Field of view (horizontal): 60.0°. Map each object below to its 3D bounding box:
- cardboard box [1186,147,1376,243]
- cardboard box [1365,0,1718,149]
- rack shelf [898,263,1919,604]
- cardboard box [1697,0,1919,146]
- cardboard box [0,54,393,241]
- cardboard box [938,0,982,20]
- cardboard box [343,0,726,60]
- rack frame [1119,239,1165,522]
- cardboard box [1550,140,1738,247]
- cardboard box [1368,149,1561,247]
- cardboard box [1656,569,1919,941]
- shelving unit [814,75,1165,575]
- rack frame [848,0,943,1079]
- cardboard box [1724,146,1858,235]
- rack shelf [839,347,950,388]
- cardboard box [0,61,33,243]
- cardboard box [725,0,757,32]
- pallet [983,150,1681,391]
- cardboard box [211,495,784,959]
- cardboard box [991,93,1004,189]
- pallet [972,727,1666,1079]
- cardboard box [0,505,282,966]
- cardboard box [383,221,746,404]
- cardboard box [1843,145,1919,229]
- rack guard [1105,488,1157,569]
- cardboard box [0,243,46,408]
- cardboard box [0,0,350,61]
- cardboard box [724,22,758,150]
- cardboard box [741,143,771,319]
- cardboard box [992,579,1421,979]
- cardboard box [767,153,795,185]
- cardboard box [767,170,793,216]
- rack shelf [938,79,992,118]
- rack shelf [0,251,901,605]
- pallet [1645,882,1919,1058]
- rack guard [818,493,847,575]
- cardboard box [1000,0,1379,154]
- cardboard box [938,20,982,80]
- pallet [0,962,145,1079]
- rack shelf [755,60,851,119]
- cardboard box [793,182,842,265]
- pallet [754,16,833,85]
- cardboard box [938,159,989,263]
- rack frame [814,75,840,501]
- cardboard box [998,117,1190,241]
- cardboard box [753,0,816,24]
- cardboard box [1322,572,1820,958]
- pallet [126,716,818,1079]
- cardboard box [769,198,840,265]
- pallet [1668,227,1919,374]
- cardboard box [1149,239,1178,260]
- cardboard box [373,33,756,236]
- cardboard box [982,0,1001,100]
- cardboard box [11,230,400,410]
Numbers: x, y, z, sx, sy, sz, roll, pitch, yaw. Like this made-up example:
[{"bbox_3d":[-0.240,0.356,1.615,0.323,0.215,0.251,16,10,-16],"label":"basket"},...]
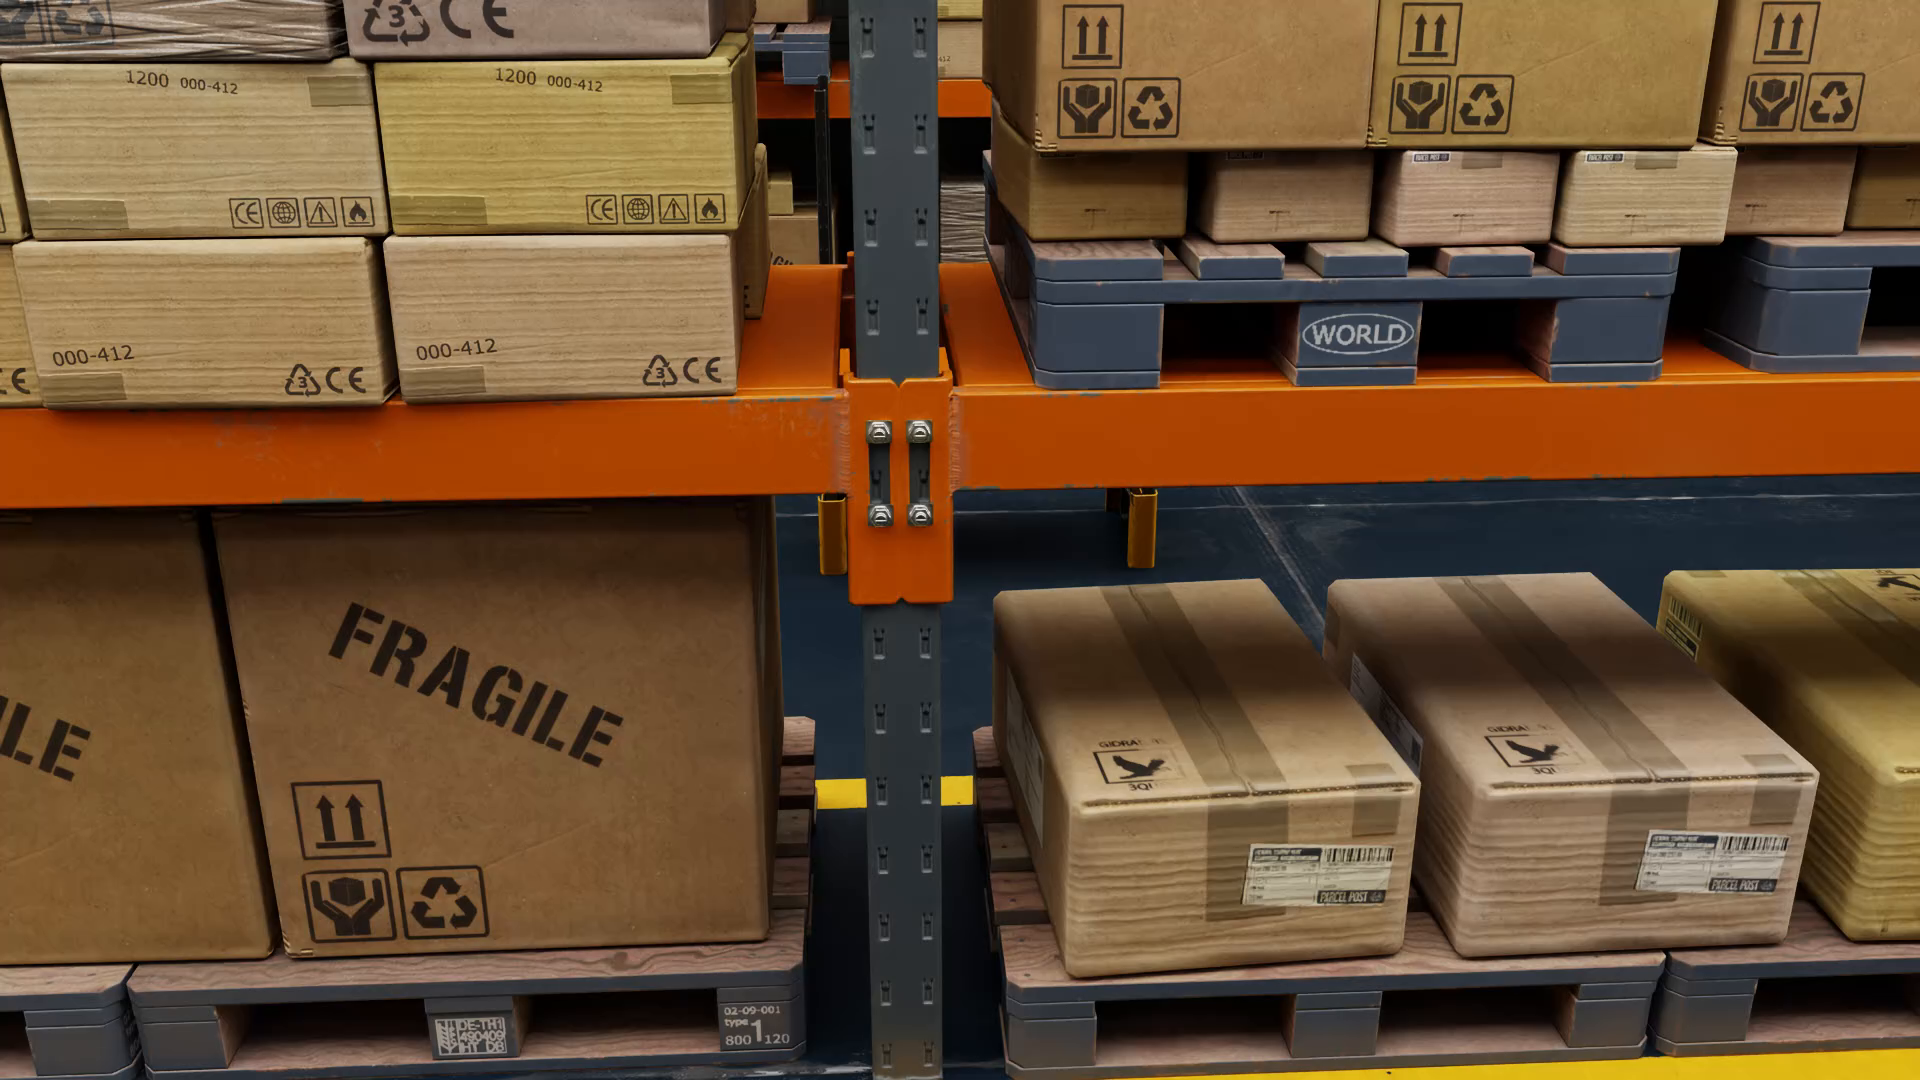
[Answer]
[{"bbox_3d":[0.496,-0.602,2.748,0.250,0.149,0.380,-2,21,-6],"label":"cardboard box"},{"bbox_3d":[0.859,-0.910,2.648,0.500,0.500,0.500,0,21,0],"label":"cardboard box"},{"bbox_3d":[1.874,-0.293,3.185,4.000,0.370,1.077,-1,21,-3],"label":"rack shelf"},{"bbox_3d":[1.389,-0.924,2.682,0.500,0.500,0.500,-1,21,-2],"label":"cardboard box"},{"bbox_3d":[-1.104,-0.640,2.595,0.500,0.250,0.500,-2,21,-4],"label":"cardboard box"},{"bbox_3d":[0.048,-2.428,7.292,0.500,0.250,0.500,-1,21,-3],"label":"cardboard box"},{"bbox_3d":[-0.624,-0.999,2.483,0.500,0.500,0.500,-2,21,-5],"label":"cardboard box"},{"bbox_3d":[0.593,-0.713,5.386,0.032,1.500,0.500,-1,21,-3],"label":"rack frame"},{"bbox_3d":[1.048,-0.589,2.715,0.250,0.149,0.380,-1,21,-3],"label":"cardboard box"},{"bbox_3d":[0.772,-0.591,2.720,0.250,0.149,0.380,-3,21,-7],"label":"cardboard box"},{"bbox_3d":[1.935,0.404,3.446,0.625,0.372,0.950,0,21,-1],"label":"cardboard box"},{"bbox_3d":[0.076,-0.702,5.358,1.083,1.500,0.587,-1,21,-3],"label":"shelving unit"},{"bbox_3d":[-0.123,-0.588,2.951,0.127,3.000,1.000,-1,21,-3],"label":"rack frame"},{"bbox_3d":[1.284,-0.622,2.801,0.250,0.149,0.380,0,21,0],"label":"cardboard box"},{"bbox_3d":[0.085,-0.535,5.423,1.000,0.185,0.538,-1,21,-3],"label":"rack shelf"},{"bbox_3d":[-1.614,-0.622,2.548,0.500,0.250,0.500,-2,21,-4],"label":"cardboard box"},{"bbox_3d":[-0.629,-1.179,2.957,0.500,0.500,0.500,-2,21,-5],"label":"cardboard box"},{"bbox_3d":[0.582,-0.551,3.122,1.003,0.211,1.213,-1,21,-3],"label":"pallet"},{"bbox_3d":[-0.817,0.193,3.295,0.875,0.875,0.875,-1,21,-4],"label":"cardboard box"},{"bbox_3d":[0.191,-0.757,3.158,0.250,0.149,0.380,0,21,-1],"label":"cardboard box"},{"bbox_3d":[0.657,0.699,3.487,1.213,0.211,1.003,-1,21,-3],"label":"pallet"},{"bbox_3d":[-1.708,0.209,3.251,0.875,0.875,0.875,-1,21,-2],"label":"cardboard box"},{"bbox_3d":[-0.613,-0.416,2.708,0.500,0.250,0.500,-2,21,-5],"label":"cardboard box"},{"bbox_3d":[1.564,-0.641,2.852,0.250,0.149,0.380,0,21,-1],"label":"cardboard box"},{"bbox_3d":[0.573,-0.128,5.607,0.087,0.250,0.587,-1,21,-3],"label":"rack guard"},{"bbox_3d":[-1.626,-0.395,2.654,0.500,0.250,0.500,-1,21,-4],"label":"cardboard box"},{"bbox_3d":[-1.136,-0.986,2.448,0.500,0.500,0.500,-1,21,-2],"label":"cardboard box"},{"bbox_3d":[-0.643,-0.829,3.092,0.500,0.250,0.500,-1,21,-3],"label":"cardboard box"},{"bbox_3d":[-0.626,-0.598,3.186,0.500,0.250,0.500,-2,21,-4],"label":"cardboard box"},{"bbox_3d":[0.442,0.435,3.364,0.625,0.372,0.950,-3,21,-7],"label":"cardboard box"},{"bbox_3d":[-0.949,-1.783,8.099,0.250,0.149,0.380,0,21,0],"label":"cardboard box"},{"bbox_3d":[-0.889,-1.583,7.574,0.250,0.149,0.380,-2,21,-6],"label":"cardboard box"},{"bbox_3d":[1.587,-2.056,7.817,4.000,0.370,1.077,-1,21,-3],"label":"rack shelf"},{"bbox_3d":[-2.120,-0.212,2.972,4.000,0.370,1.077,-1,21,-3],"label":"rack shelf"},{"bbox_3d":[1.872,0.676,3.549,1.213,0.211,1.003,-1,21,-3],"label":"pallet"},{"bbox_3d":[-0.421,-0.108,5.554,0.087,0.250,0.587,-1,21,-3],"label":"rack guard"},{"bbox_3d":[0.339,-0.897,2.613,0.500,0.500,0.500,-2,21,-5],"label":"cardboard box"},{"bbox_3d":[0.047,-2.204,7.404,0.500,0.250,0.500,-1,21,-3],"label":"cardboard box"},{"bbox_3d":[-2.130,0.728,3.413,1.213,0.211,1.003,-1,21,-3],"label":"pallet"},{"bbox_3d":[-2.407,-1.975,7.603,4.000,0.370,1.077,-1,21,-3],"label":"rack shelf"},{"bbox_3d":[-0.847,-1.471,8.191,0.500,0.500,0.500,0,21,-1],"label":"cardboard box"},{"bbox_3d":[-1.083,-2.223,7.514,1.003,0.211,1.213,-1,21,-3],"label":"pallet"},{"bbox_3d":[0.213,-1.446,7.950,0.625,0.625,0.875,-1,21,-1],"label":"cardboard box"},{"bbox_3d":[-0.422,-0.692,5.332,0.032,1.500,0.500,-1,21,-3],"label":"rack frame"},{"bbox_3d":[0.212,-0.608,2.765,0.250,0.149,0.380,-2,21,-6],"label":"cardboard box"},{"bbox_3d":[-0.933,-2.640,7.608,0.500,0.500,0.500,0,21,-1],"label":"cardboard box"},{"bbox_3d":[1.178,0.418,3.411,0.625,0.372,0.950,-2,21,-4],"label":"cardboard box"},{"bbox_3d":[-0.914,0.704,3.475,1.213,0.211,1.003,-1,21,-3],"label":"pallet"},{"bbox_3d":[-0.820,-1.295,7.729,0.500,0.500,0.500,-1,21,-1],"label":"cardboard box"},{"bbox_3d":[1.851,-0.554,3.129,1.213,0.211,1.003,-1,21,-3],"label":"pallet"},{"bbox_3d":[0.865,-1.462,7.992,0.625,0.625,0.875,0,21,-1],"label":"cardboard box"},{"bbox_3d":[-0.592,-0.652,2.626,0.500,0.250,0.500,-1,21,-3],"label":"cardboard box"},{"bbox_3d":[0.315,-1.078,3.089,0.500,0.500,0.500,-2,21,-5],"label":"cardboard box"},{"bbox_3d":[-1.122,-0.400,2.666,0.500,0.250,0.500,-1,21,-2],"label":"cardboard box"}]
